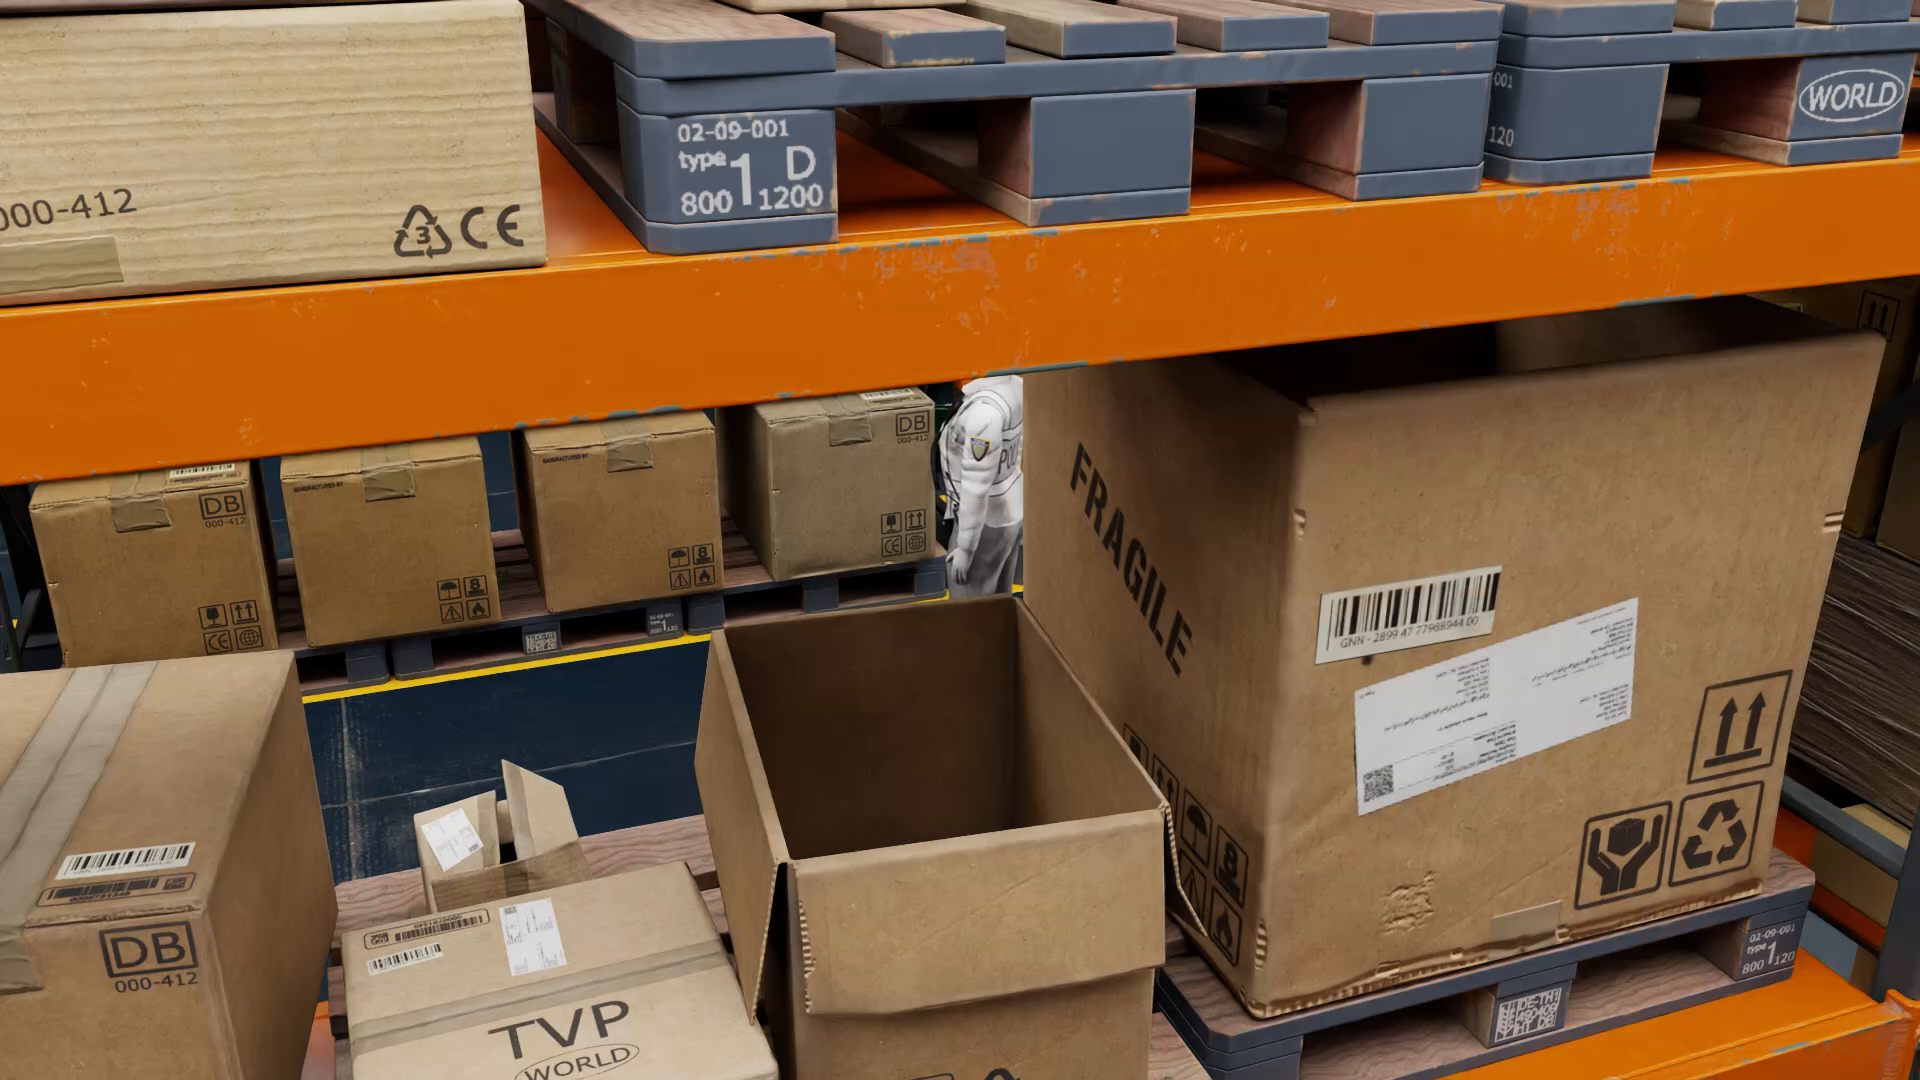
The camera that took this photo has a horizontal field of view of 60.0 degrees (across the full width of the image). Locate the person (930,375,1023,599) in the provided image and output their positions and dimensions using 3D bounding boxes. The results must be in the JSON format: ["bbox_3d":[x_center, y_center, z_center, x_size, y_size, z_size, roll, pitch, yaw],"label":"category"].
[{"bbox_3d":[0.081,-0.048,6.181,0.343,1.690,0.526,7,24,16],"label":"person"}]
